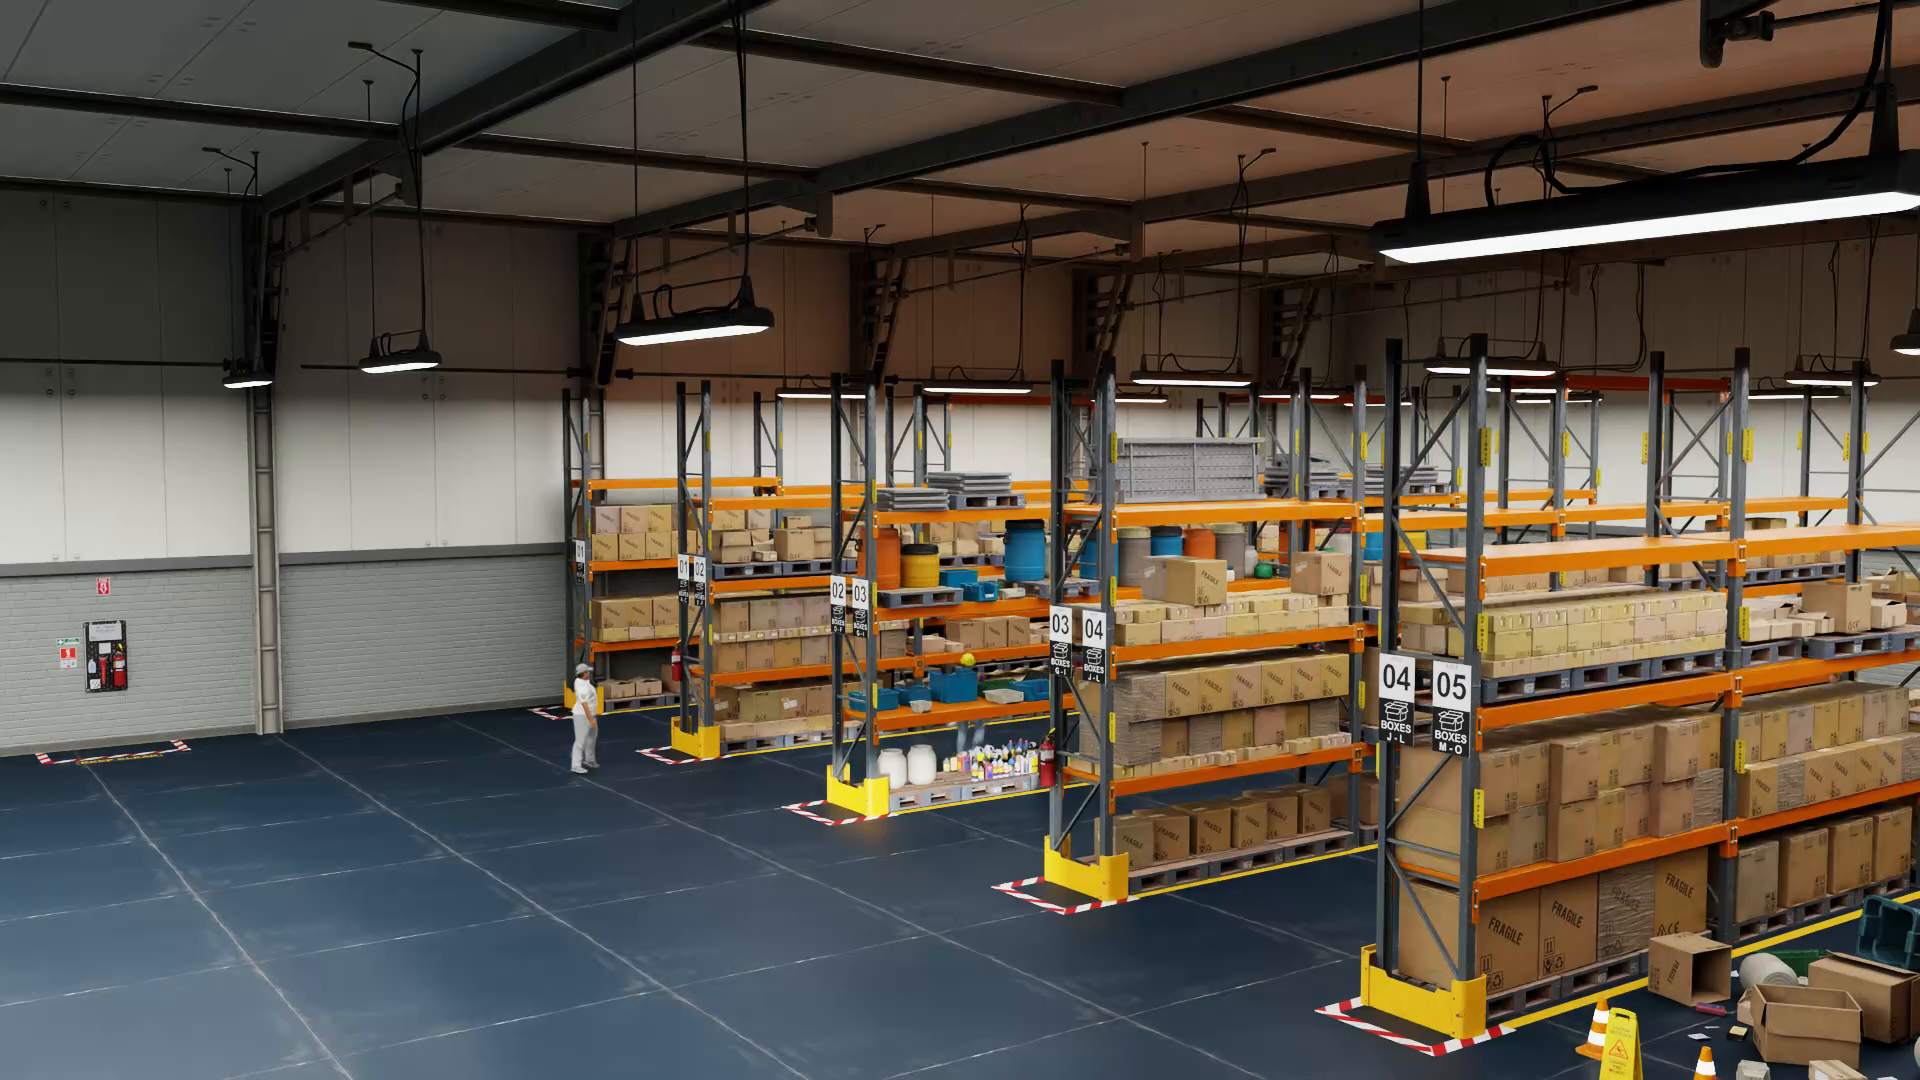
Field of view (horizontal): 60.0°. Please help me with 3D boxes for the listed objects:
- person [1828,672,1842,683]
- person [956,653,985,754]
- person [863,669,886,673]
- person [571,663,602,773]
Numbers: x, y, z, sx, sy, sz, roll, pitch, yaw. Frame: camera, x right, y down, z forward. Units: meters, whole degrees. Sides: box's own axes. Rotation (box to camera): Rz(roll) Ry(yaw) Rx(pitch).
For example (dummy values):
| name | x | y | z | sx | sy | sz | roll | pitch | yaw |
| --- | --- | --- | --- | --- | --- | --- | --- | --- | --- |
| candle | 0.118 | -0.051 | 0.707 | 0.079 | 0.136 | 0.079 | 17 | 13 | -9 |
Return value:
| name | x | y | z | sx | sy | sz | roll | pitch | yaw |
| --- | --- | --- | --- | --- | --- | --- | --- | --- | --- |
| person | 13.225 | 2.723 | 25.103 | 0.996 | 1.636 | 0.438 | -3 | 5 | -38 |
| person | 0.114 | 2.639 | 25.808 | 0.622 | 1.802 | 0.494 | 1 | 4 | 21 |
| person | -1.693 | 2.234 | 31.924 | 0.725 | 1.749 | 0.467 | -1 | 4 | -10 |
| person | -5.738 | 2.727 | 25.499 | 0.405 | 1.706 | 0.651 | 0 | 4 | -3 |
